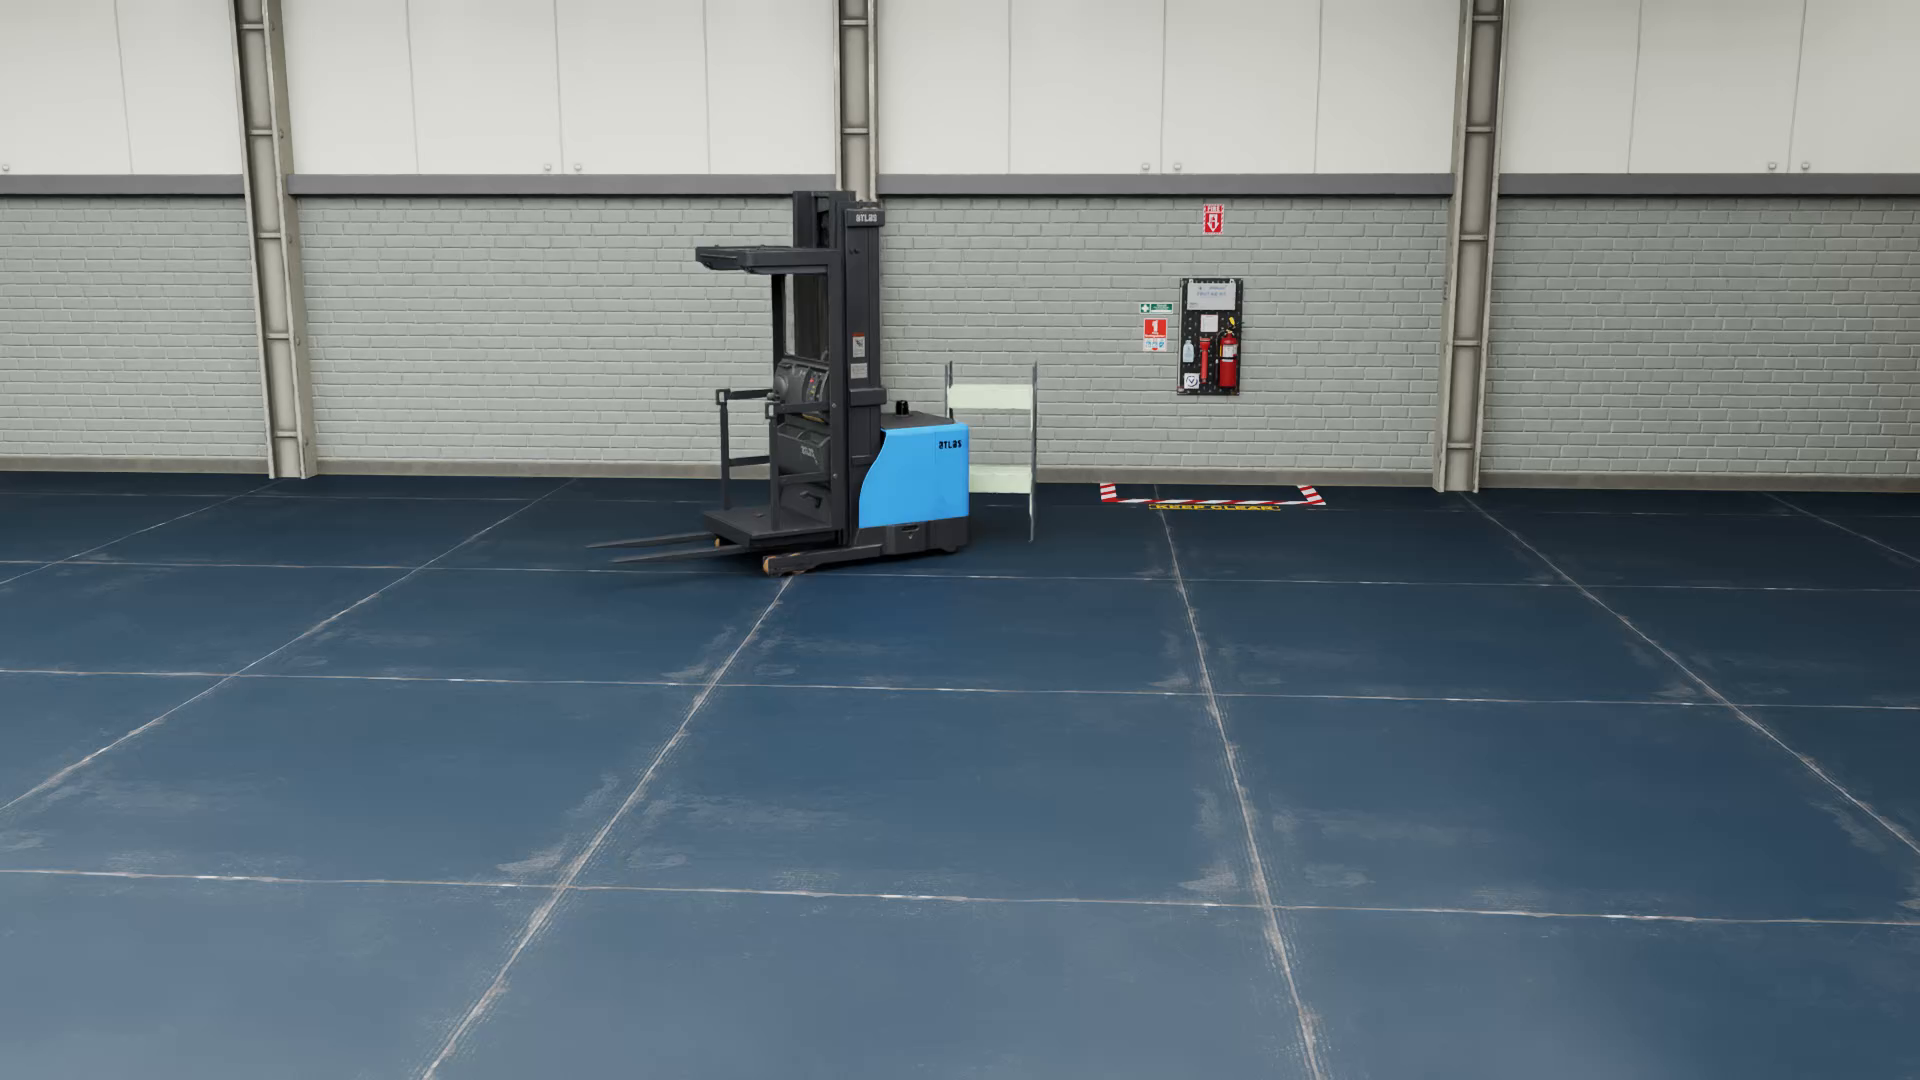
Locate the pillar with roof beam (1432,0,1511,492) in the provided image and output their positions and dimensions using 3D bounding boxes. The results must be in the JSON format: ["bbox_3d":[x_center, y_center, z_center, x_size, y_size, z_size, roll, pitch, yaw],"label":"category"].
[{"bbox_3d":[4.683,-4.034,11.573,0.400,9.000,9.100,1,12,4],"label":"pillar with roof beam"}]

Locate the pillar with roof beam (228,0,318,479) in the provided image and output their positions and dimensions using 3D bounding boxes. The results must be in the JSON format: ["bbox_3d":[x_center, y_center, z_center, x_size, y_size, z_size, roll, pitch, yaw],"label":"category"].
[{"bbox_3d":[-7.290,-4.198,12.358,0.400,9.000,9.100,1,12,4],"label":"pillar with roof beam"}]

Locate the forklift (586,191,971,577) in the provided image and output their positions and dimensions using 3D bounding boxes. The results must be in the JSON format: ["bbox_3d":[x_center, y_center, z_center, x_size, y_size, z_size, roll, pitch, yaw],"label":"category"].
[{"bbox_3d":[-1.445,-1.269,13.177,3.031,2.935,1.130,-7,14,-29],"label":"forklift"}]

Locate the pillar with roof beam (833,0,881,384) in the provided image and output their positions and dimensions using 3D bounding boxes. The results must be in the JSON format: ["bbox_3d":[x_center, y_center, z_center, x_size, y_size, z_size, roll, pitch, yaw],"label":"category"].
[{"bbox_3d":[-1.303,-4.116,11.965,0.400,9.000,9.100,1,12,4],"label":"pillar with roof beam"}]

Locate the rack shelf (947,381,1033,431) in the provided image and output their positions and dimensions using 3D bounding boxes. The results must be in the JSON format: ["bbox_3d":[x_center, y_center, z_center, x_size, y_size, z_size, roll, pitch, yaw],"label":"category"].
[{"bbox_3d":[0.268,-1.146,14.176,0.720,0.370,0.431,1,12,6],"label":"rack shelf"}]

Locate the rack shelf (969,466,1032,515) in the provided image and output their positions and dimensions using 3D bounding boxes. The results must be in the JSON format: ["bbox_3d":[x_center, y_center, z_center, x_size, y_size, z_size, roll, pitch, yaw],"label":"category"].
[{"bbox_3d":[0.268,-0.445,14.322,0.720,0.370,0.431,1,12,6],"label":"rack shelf"}]

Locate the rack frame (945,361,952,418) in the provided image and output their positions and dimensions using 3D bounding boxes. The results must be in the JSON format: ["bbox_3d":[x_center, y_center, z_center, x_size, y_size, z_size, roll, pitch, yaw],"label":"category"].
[{"bbox_3d":[-0.096,-0.771,14.291,0.023,1.500,0.400,1,12,6],"label":"rack frame"}]

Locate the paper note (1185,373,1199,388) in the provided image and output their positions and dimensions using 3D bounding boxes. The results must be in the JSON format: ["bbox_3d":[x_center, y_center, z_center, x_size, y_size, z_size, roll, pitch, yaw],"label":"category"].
[{"bbox_3d":[2.336,-1.604,16.759,0.142,0.148,0.016,1,12,4],"label":"paper note"}]

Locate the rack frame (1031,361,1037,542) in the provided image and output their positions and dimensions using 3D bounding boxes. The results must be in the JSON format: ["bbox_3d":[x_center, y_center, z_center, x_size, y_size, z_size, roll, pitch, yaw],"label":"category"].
[{"bbox_3d":[0.633,-0.756,14.220,0.023,1.500,0.400,1,12,6],"label":"rack frame"}]

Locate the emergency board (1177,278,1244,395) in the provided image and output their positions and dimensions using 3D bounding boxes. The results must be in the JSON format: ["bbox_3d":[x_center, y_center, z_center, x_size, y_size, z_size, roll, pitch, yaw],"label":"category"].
[{"bbox_3d":[2.508,-2.018,16.590,0.643,1.169,0.194,1,12,4],"label":"emergency board"}]

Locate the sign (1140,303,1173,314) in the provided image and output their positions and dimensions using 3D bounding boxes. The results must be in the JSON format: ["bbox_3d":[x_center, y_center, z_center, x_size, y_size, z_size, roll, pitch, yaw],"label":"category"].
[{"bbox_3d":[1.967,-2.322,16.660,0.331,0.109,0.001,1,12,4],"label":"sign"}]

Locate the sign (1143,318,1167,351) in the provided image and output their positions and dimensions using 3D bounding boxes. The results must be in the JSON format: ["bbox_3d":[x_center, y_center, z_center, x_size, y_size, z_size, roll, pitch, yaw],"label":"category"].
[{"bbox_3d":[1.963,-2.064,16.724,0.234,0.329,0.001,1,12,4],"label":"sign"}]

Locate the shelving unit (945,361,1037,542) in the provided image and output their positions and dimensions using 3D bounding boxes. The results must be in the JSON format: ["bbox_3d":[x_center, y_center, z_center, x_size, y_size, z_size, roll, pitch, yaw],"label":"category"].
[{"bbox_3d":[0.268,-0.764,14.256,0.755,1.500,0.431,1,12,6],"label":"shelving unit"}]

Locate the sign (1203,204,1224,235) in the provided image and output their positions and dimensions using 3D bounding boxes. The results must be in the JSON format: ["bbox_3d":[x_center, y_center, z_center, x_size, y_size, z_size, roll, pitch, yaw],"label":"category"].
[{"bbox_3d":[2.506,-3.173,16.451,0.199,0.298,0.001,1,12,4],"label":"sign"}]
